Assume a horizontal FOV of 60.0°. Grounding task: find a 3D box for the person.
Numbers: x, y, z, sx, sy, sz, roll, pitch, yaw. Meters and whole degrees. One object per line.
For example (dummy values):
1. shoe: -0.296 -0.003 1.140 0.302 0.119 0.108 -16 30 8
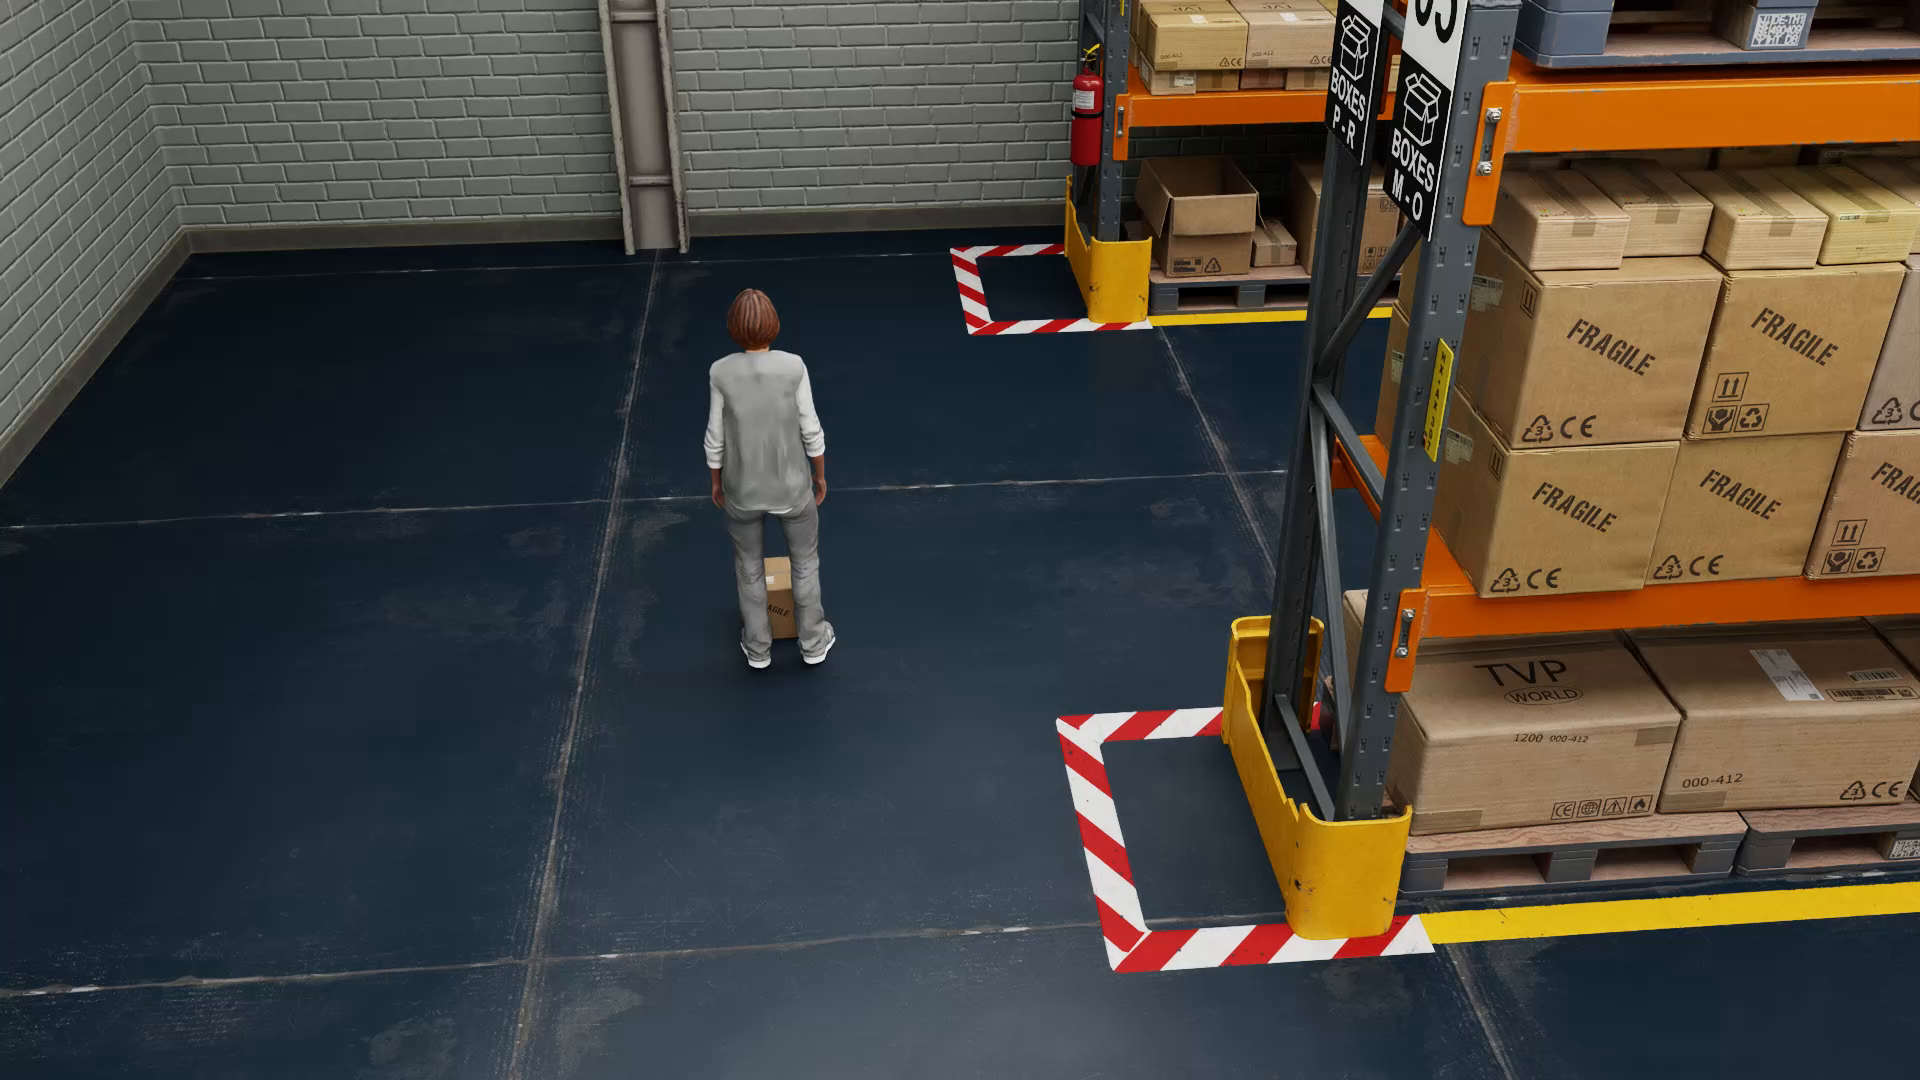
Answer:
1. person: -0.747 -0.201 6.473 0.462 1.593 0.343 -3 32 -4
